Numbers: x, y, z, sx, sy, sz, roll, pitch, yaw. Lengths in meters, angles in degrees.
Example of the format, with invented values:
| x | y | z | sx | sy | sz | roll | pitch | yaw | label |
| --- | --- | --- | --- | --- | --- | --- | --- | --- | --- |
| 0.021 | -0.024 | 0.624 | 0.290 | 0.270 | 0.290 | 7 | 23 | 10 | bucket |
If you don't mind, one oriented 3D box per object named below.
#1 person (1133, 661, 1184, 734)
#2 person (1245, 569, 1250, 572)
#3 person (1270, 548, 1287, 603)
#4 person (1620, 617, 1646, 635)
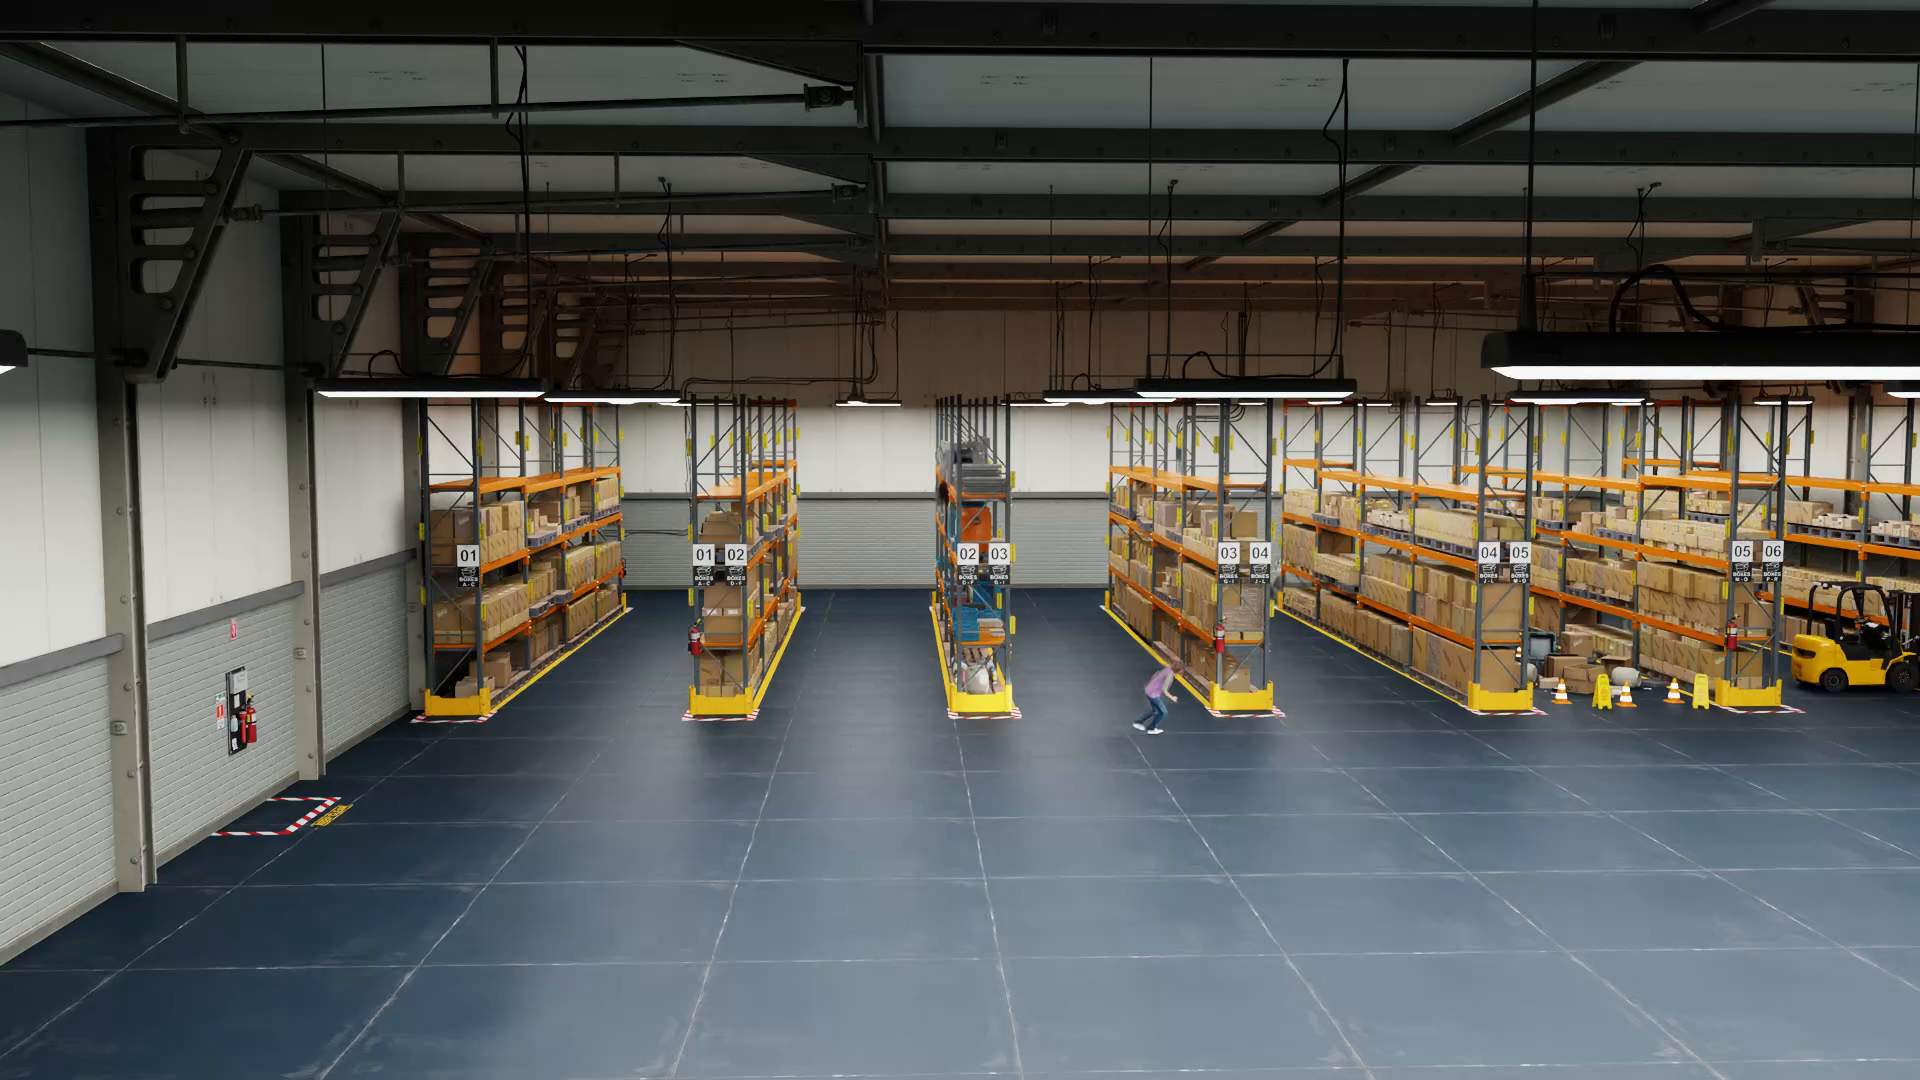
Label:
| x | y | z | sx | sy | sz | roll | pitch | yaw | label |
| --- | --- | --- | --- | --- | --- | --- | --- | --- | --- |
| 3.478 | 2.762 | 29.206 | 0.885 | 1.327 | 0.543 | 1 | 5 | 8 | person |
| 7.625 | 1.344 | 45.070 | 0.675 | 1.679 | 0.714 | -1 | 5 | -17 | person |
| 9.406 | 1.066 | 48.792 | 0.645 | 1.681 | 0.618 | -1 | 5 | -9 | person |
| 16.603 | 1.628 | 41.039 | 0.695 | 1.742 | 0.951 | -1 | 5 | -13 | person |
